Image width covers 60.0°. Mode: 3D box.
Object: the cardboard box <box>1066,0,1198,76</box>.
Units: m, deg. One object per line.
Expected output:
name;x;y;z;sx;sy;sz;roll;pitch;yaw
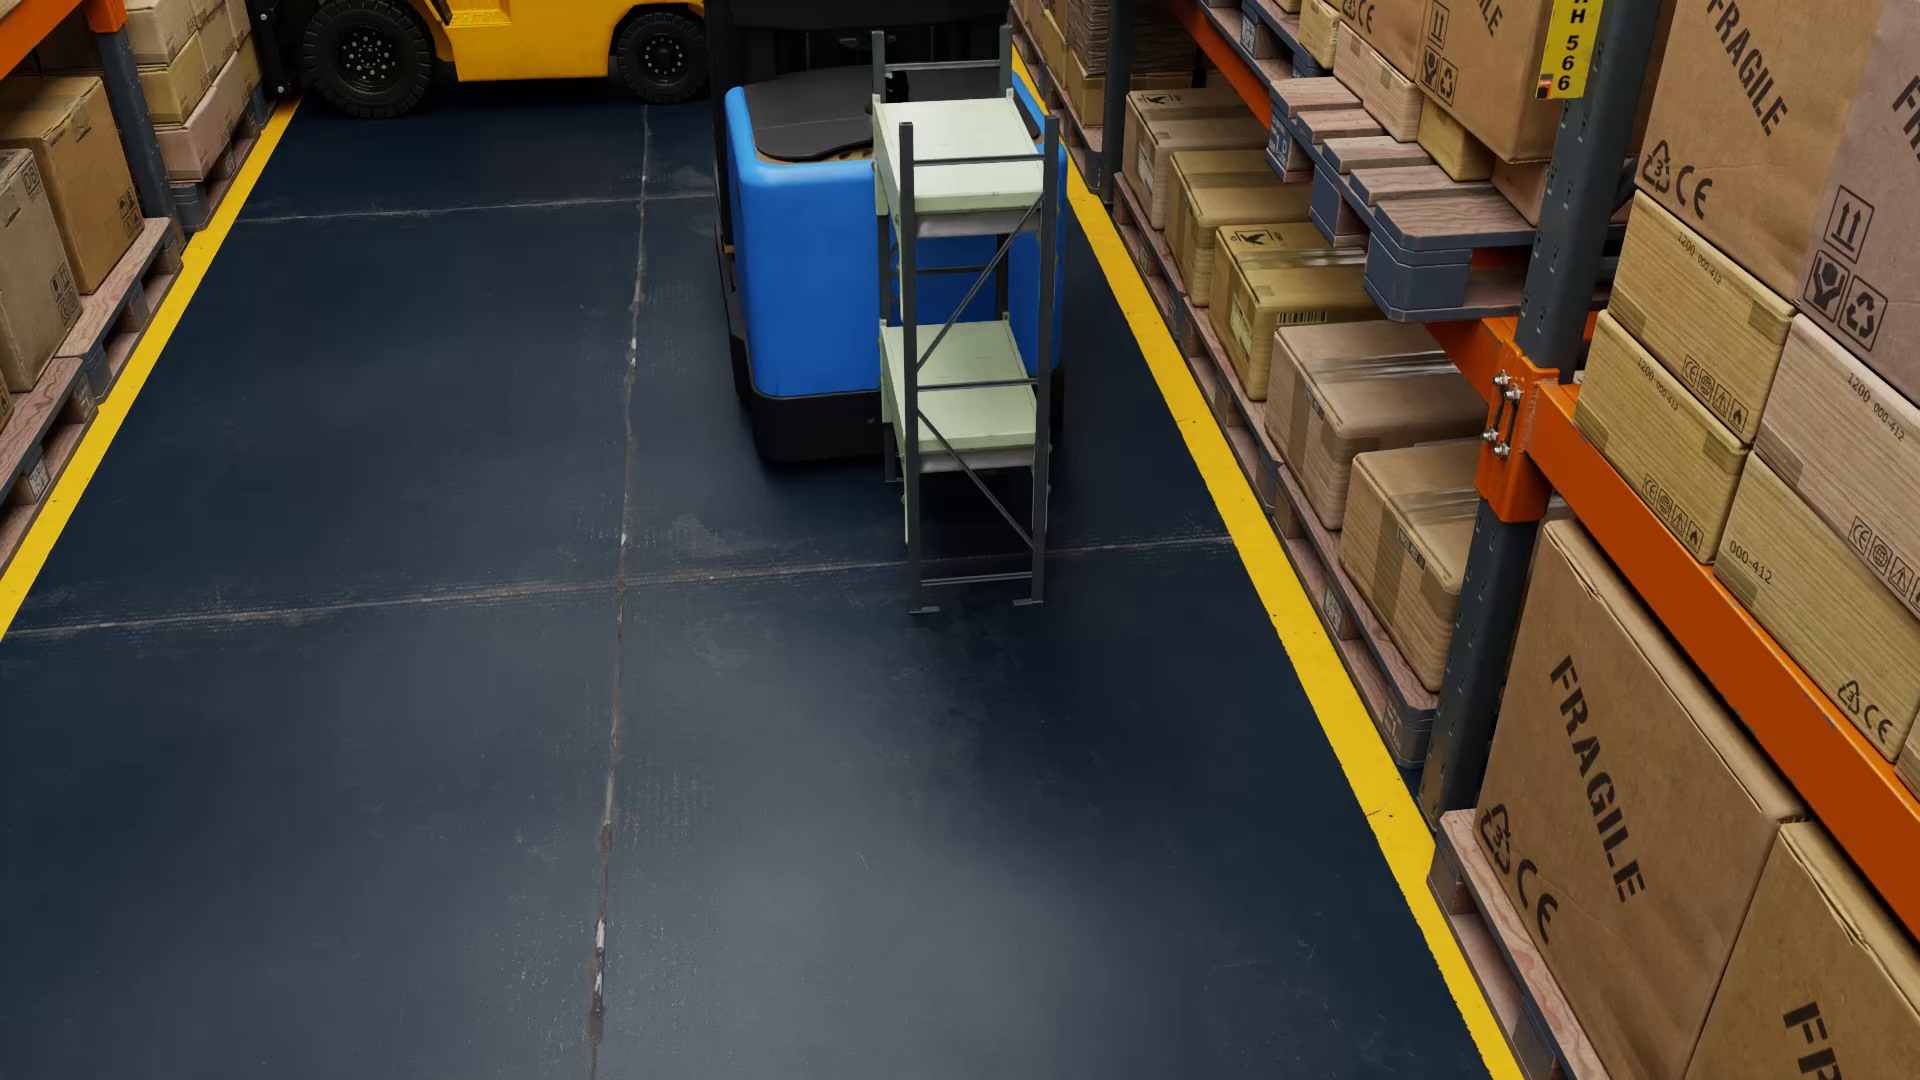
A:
cardboard box;0.789;-2.460;7.599;0.500;0.500;0.500;-5;35;-7

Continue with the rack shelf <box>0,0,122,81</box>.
rack shelf;-3.515;-1.012;4.710;1.077;0.370;4.000;-4;35;-6

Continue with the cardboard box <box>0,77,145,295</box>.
cardboard box;-3.703;-1.327;6.269;0.875;0.625;0.625;-3;34;-4

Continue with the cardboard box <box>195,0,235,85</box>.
cardboard box;-3.613;-2.243;7.503;0.500;0.250;0.500;-5;35;-7

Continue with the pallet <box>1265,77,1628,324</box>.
pallet;1.471;-0.881;4.050;1.213;0.211;1.003;-4;35;-6

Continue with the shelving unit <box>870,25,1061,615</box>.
shelving unit;-0.001;-0.623;4.833;0.431;1.500;0.755;-4;35;-6

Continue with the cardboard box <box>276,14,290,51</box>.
cardboard box;-3.738;-2.610;8.485;0.500;0.250;0.500;-3;34;-5

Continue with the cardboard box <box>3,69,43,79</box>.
cardboard box;-4.053;-1.925;7.036;0.500;0.250;0.500;-5;35;-7

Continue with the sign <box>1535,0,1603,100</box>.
sign;1.136;-0.970;3.052;0.100;0.325;0.005;-4;35;-6

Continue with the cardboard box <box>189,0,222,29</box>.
cardboard box;-3.597;-2.455;7.370;0.500;0.250;0.500;-4;35;-6

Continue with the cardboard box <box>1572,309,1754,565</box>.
cardboard box;1.489;-0.217;3.037;0.500;0.250;0.500;-5;35;-7

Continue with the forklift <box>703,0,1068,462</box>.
forklift;-0.417;-2.290;6.008;1.130;2.935;3.031;-6;35;-8

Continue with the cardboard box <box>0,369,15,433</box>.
cardboard box;-3.503;-0.474;5.017;0.875;0.625;0.625;-6;35;-8

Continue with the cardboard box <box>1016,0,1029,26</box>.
cardboard box;0.578;-3.012;9.075;0.500;0.250;0.500;-2;34;-3

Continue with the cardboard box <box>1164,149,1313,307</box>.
cardboard box;1.307;-1.197;6.304;0.950;0.372;0.625;-2;34;-3

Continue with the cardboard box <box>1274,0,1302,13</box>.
cardboard box;1.108;-1.664;4.879;0.380;0.149;0.250;-5;35;-8

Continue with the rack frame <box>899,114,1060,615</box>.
rack frame;0.048;-0.419;4.533;0.400;1.500;0.023;-4;35;-6

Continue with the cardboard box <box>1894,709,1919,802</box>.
cardboard box;1.640;0.362;2.189;0.500;0.250;0.500;-3;34;-5

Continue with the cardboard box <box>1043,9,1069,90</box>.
cardboard box;0.707;-2.446;8.245;0.500;0.250;0.500;-5;35;-8

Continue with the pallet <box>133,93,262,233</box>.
pallet;-3.849;-1.720;7.586;1.003;0.211;1.213;-4;35;-6

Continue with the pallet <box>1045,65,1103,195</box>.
pallet;1.009;-2.023;8.031;1.003;0.211;1.213;-4;35;-6

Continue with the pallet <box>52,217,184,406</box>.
pallet;-3.646;-0.864;6.331;1.003;0.211;1.213;-4;35;-6

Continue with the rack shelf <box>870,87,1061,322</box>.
rack shelf;-0.001;-0.946;4.613;0.431;0.370;0.720;-4;35;-6

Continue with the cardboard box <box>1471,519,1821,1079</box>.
cardboard box;1.683;0.525;3.329;0.875;0.875;0.875;-5;35;-7

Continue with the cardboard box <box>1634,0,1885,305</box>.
cardboard box;1.496;-0.732;2.683;0.500;0.500;0.500;-5;35;-8

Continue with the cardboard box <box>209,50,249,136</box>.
cardboard box;-3.605;-2.039;7.648;0.500;0.250;0.500;-5;35;-7

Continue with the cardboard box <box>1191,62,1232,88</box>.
cardboard box;1.322;-2.190;7.869;0.500;0.250;0.500;-6;35;-9

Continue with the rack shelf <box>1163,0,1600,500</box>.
rack shelf;1.403;-1.390;5.264;1.077;0.370;4.000;-4;35;-6

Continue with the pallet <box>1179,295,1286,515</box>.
pallet;1.408;-0.534;5.846;1.003;0.211;1.213;-4;35;-6

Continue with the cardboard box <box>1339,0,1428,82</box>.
cardboard box;1.255;-1.429;3.957;0.500;0.500;0.500;-5;35;-7

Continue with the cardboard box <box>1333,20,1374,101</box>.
cardboard box;1.183;-1.228;4.239;0.380;0.149;0.250;-6;35;-9

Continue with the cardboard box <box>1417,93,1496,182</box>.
cardboard box;1.287;-0.950;3.830;0.380;0.149;0.250;-4;34;-6

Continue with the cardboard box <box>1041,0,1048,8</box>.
cardboard box;0.649;-3.028;8.433;0.500;0.500;0.500;-3;34;-4

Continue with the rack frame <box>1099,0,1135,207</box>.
rack frame;1.134;-2.803;6.699;1.000;3.000;0.127;-4;35;-6

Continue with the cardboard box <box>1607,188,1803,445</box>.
cardboard box;1.495;-0.414;2.883;0.500;0.250;0.500;-5;35;-7

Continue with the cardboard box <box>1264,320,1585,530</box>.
cardboard box;1.499;-0.386;5.113;0.950;0.372;0.625;-5;35;-7

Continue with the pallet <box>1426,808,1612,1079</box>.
pallet;1.703;1.027;3.555;1.003;0.211;1.213;-4;35;-6
